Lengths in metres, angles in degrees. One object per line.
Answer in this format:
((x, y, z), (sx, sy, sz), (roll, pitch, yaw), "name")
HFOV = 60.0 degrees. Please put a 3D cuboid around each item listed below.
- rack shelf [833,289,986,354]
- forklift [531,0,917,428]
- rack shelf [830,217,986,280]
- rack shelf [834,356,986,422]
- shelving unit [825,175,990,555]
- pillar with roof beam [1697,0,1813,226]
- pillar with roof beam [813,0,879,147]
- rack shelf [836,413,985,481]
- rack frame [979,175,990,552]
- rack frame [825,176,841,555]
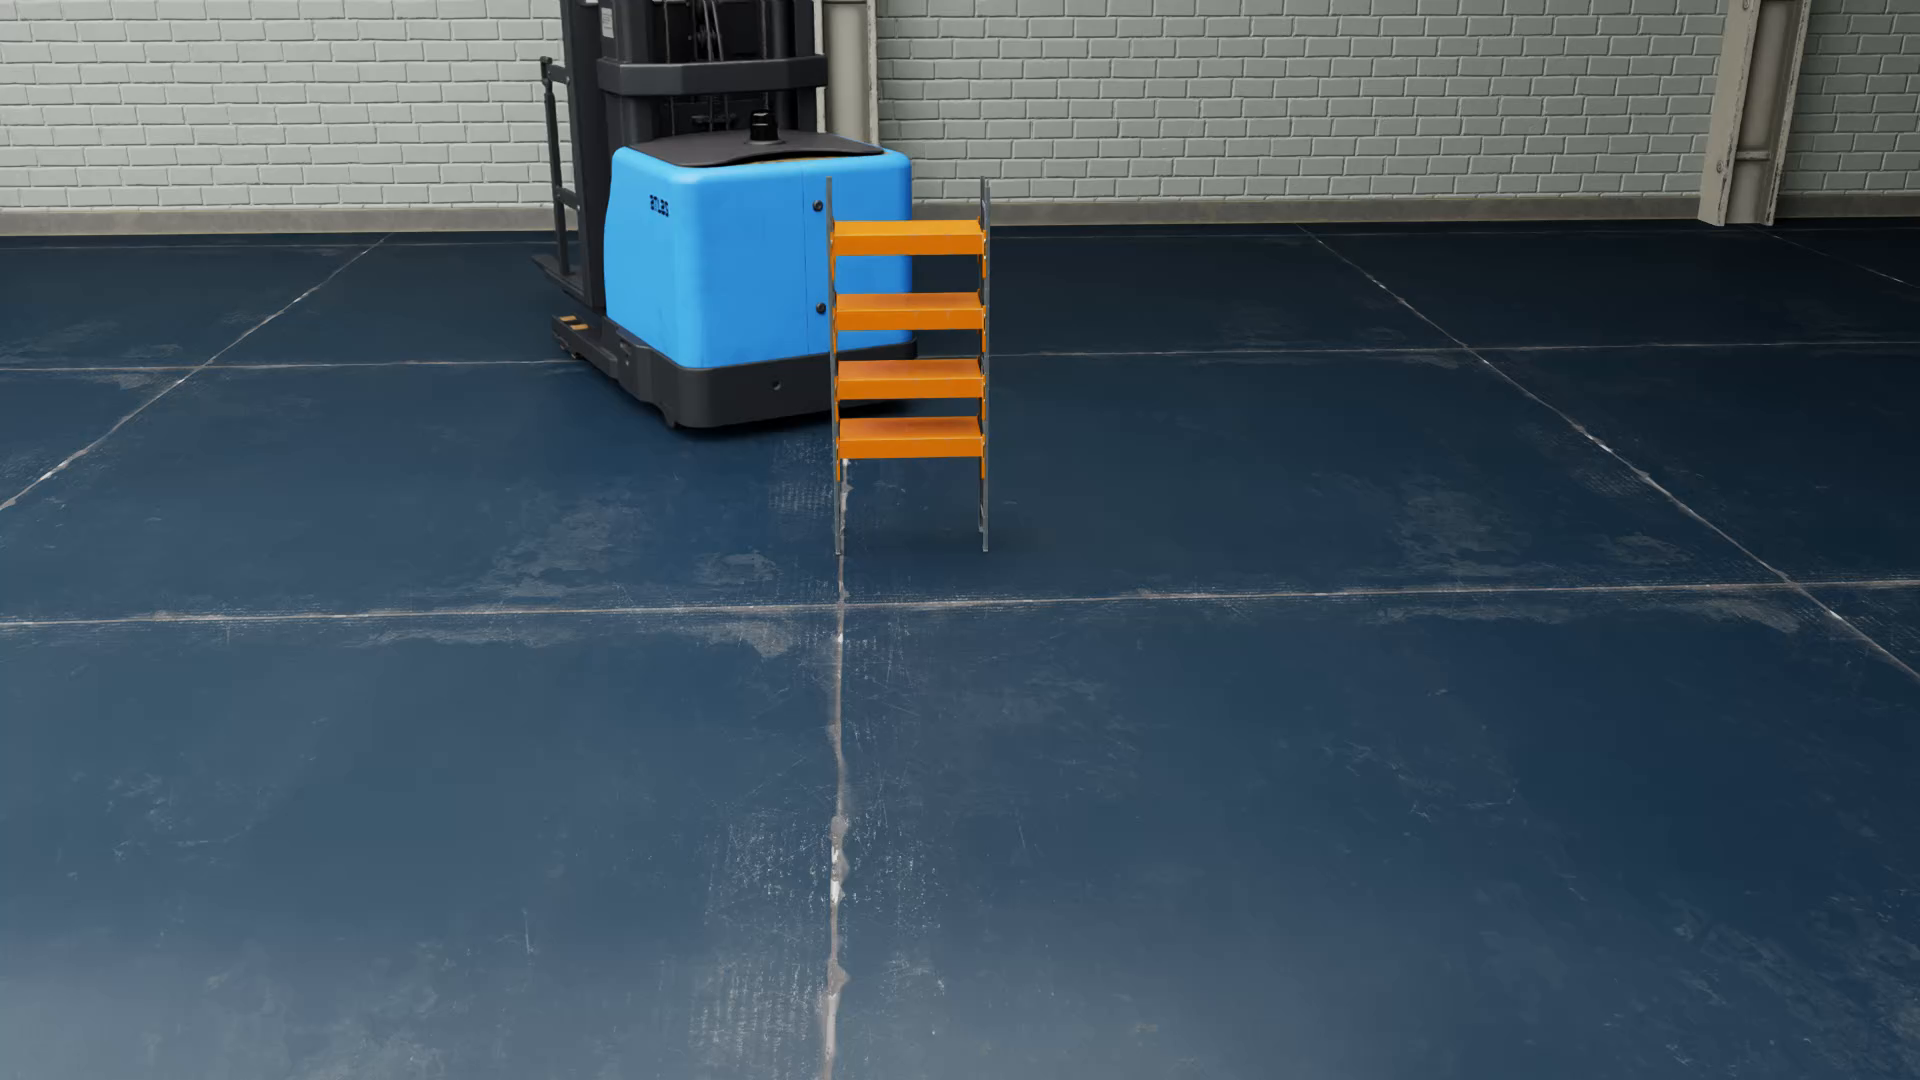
((-0.165, -0.704, 5.343), (0.480, 0.148, 0.258), (-1, 21, -3), "rack shelf")
((-1.321, -2.294, 7.527), (1.130, 2.935, 3.031), (-11, 23, -26), "forklift")
((-0.165, -0.925, 5.259), (0.480, 0.148, 0.258), (-1, 21, -3), "rack shelf")
((-0.165, -0.495, 5.423), (0.480, 0.148, 0.258), (-1, 21, -3), "rack shelf")
((-0.165, -0.557, 5.399), (0.503, 1.200, 0.258), (-1, 21, -3), "shelving unit")
((5.511, -4.842, 5.693), (0.400, 9.000, 9.100), (-1, 21, -3), "pillar with roof beam")
((-0.479, -4.721, 5.372), (0.400, 9.000, 9.100), (-1, 21, -3), "pillar with roof beam")
((-0.165, -0.309, 5.493), (0.480, 0.148, 0.258), (-1, 21, -3), "rack shelf")
((0.078, -0.562, 5.412), (0.015, 1.200, 0.240), (-1, 21, -3), "rack frame")
((-0.409, -0.552, 5.386), (0.015, 1.200, 0.240), (-1, 21, -3), "rack frame")
